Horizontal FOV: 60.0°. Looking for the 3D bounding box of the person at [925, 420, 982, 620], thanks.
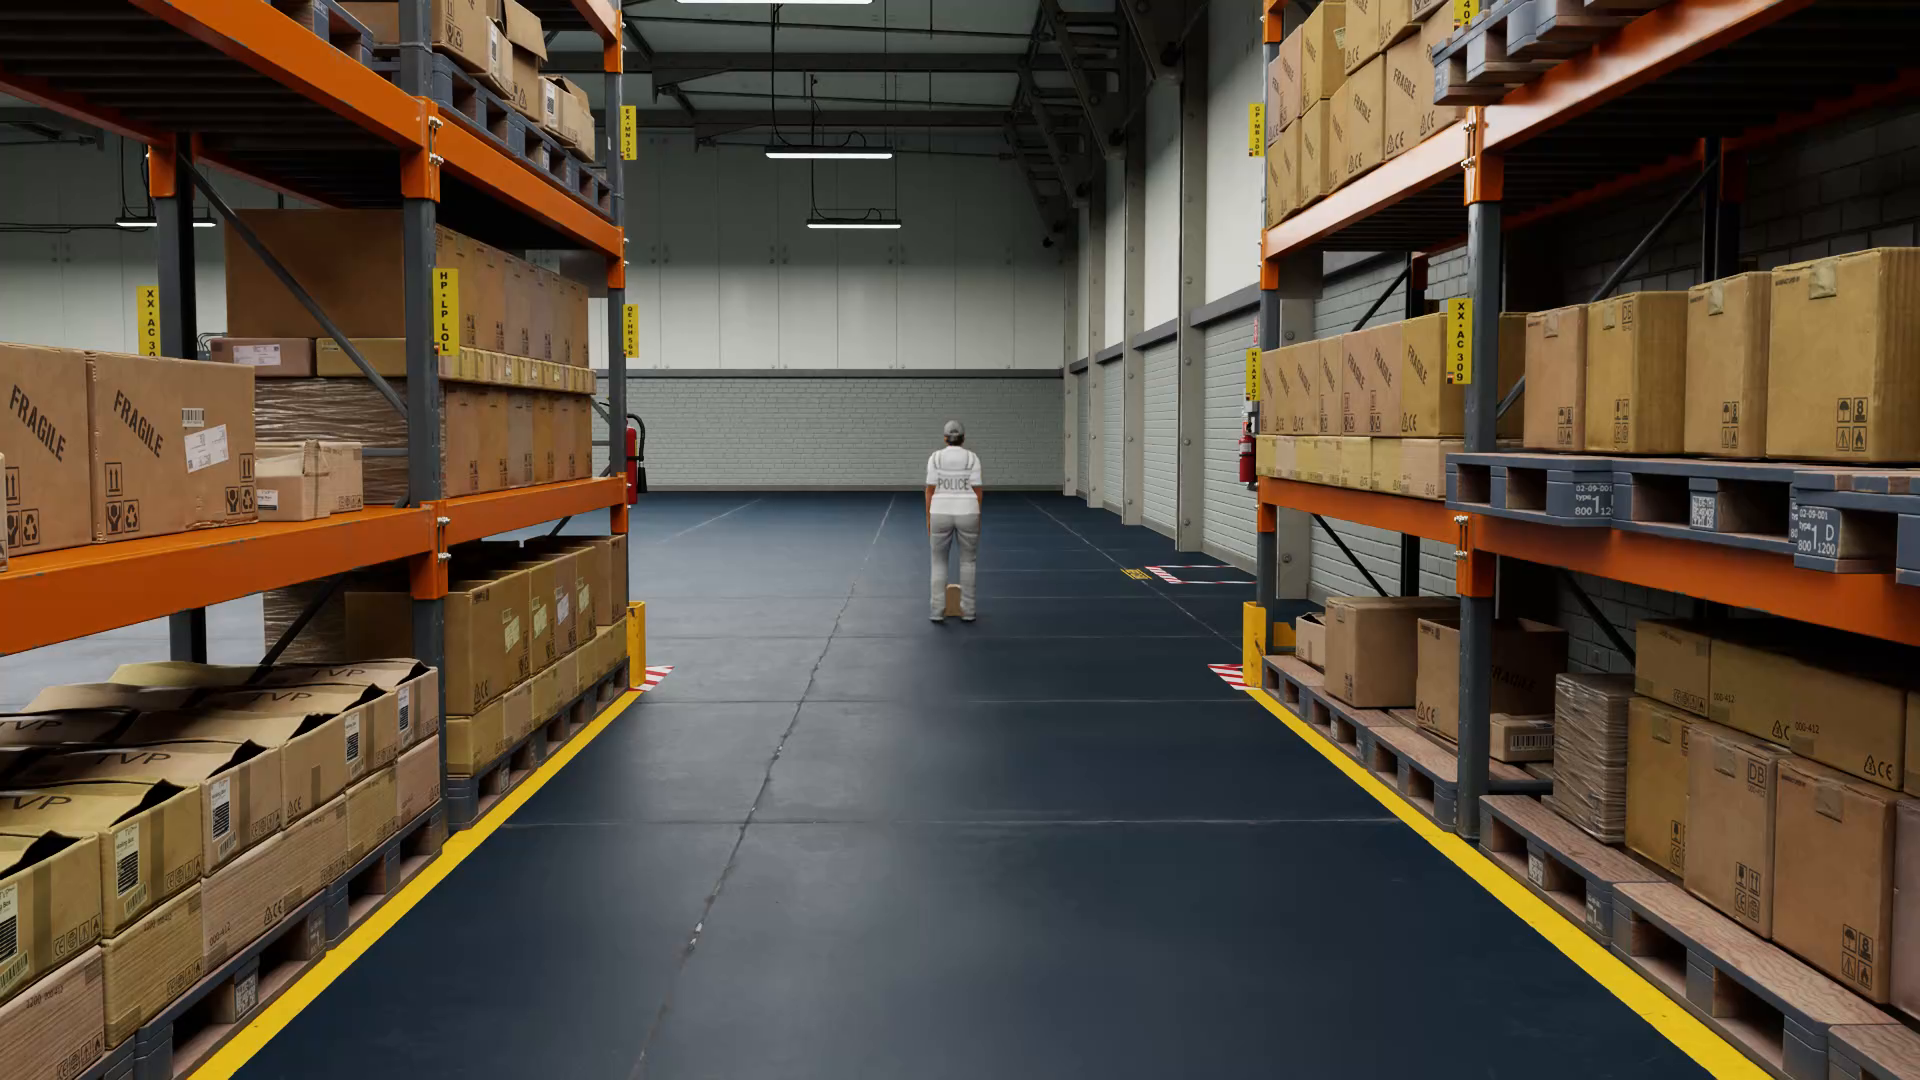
[{"bbox_3d":[-0.052,-0.158,13.796,0.472,1.671,0.387,0,4,0],"label":"person"}]
